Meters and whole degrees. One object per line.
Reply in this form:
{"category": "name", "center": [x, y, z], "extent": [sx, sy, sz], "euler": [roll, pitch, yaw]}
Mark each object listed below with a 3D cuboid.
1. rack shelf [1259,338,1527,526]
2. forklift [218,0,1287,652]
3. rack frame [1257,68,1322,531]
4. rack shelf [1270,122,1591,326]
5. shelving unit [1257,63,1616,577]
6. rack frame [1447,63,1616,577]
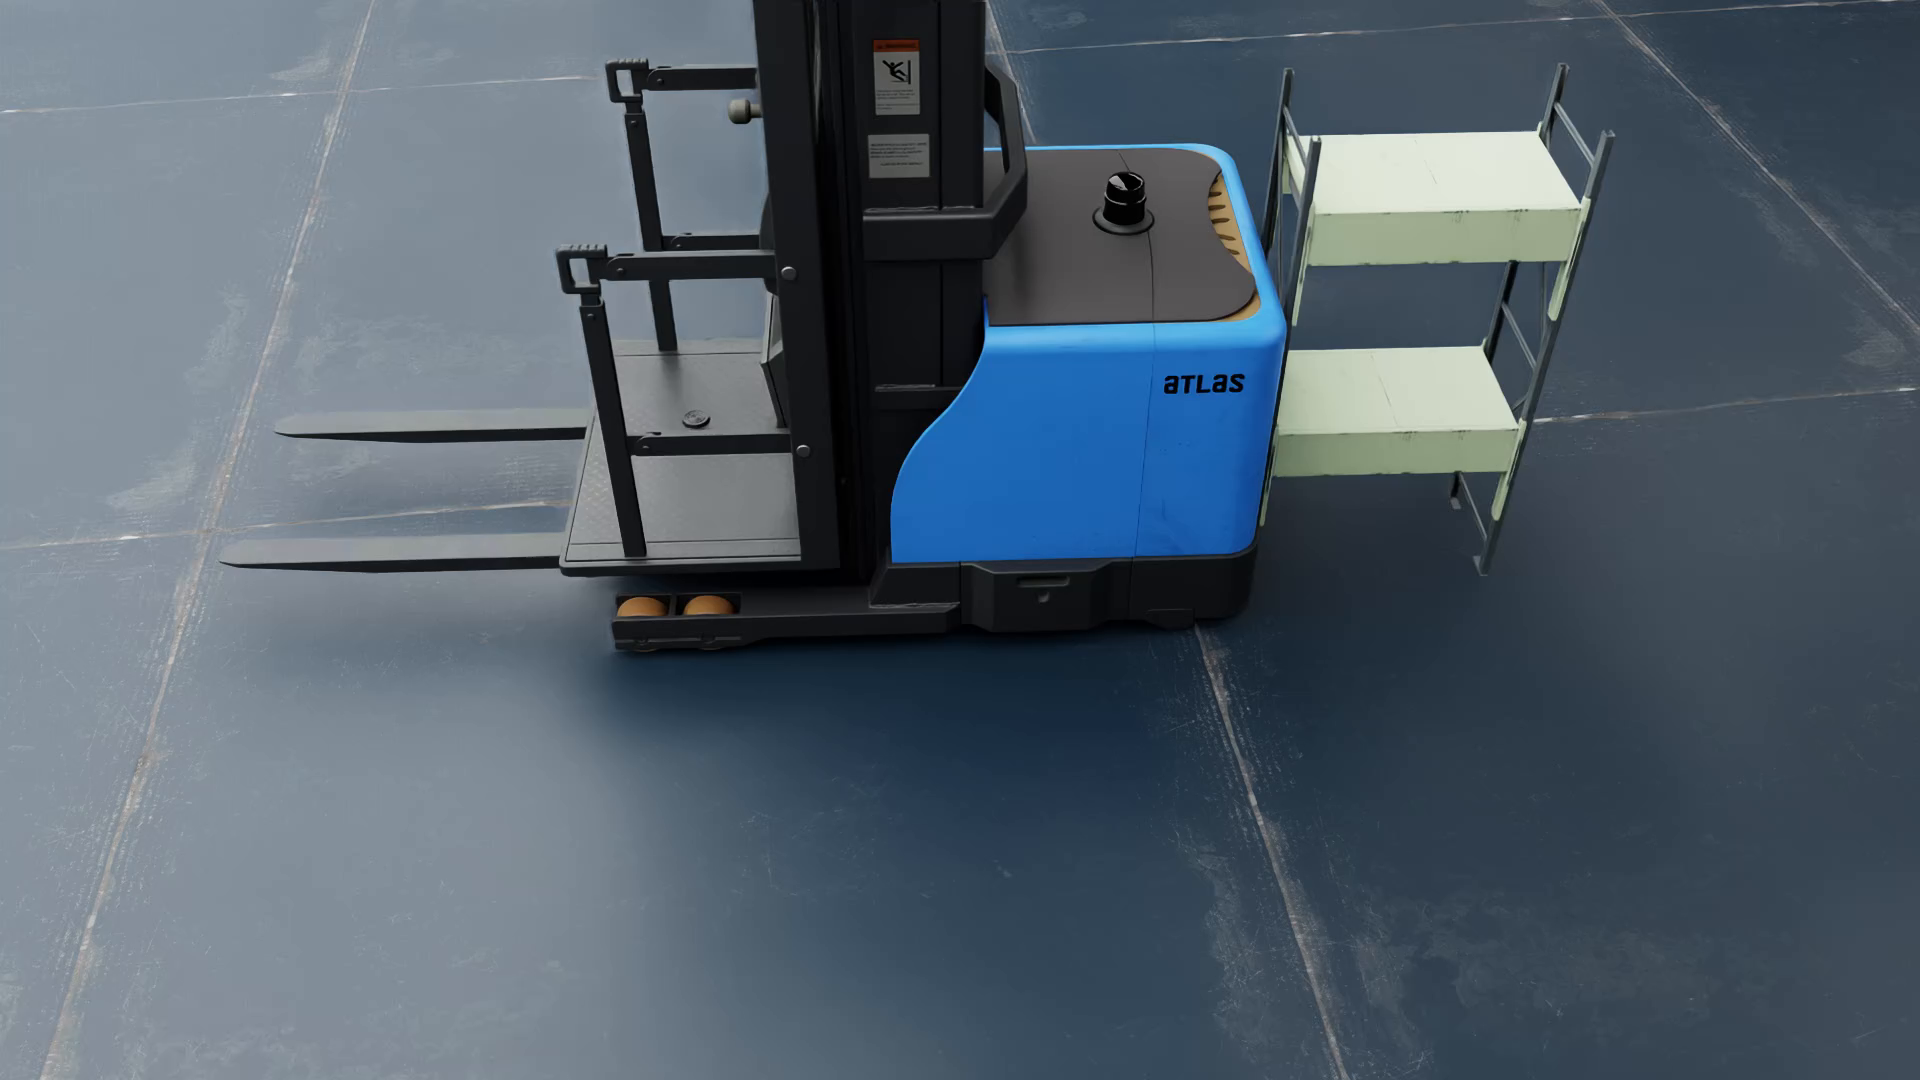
{"category": "rack shelf", "center": [1.240, -0.325, 4.977], "extent": [0.720, 0.370, 0.431], "euler": [-1, 42, -2]}
{"category": "forklift", "center": [-0.665, -1.122, 4.306], "extent": [3.031, 2.935, 1.130], "euler": [-1, 42, -2]}
{"category": "rack frame", "center": [0.875, -0.558, 4.748], "extent": [0.023, 1.500, 0.400], "euler": [-1, 42, -2]}
{"category": "rack shelf", "center": [1.240, -0.857, 4.497], "extent": [0.720, 0.370, 0.431], "euler": [-1, 42, -2]}
{"category": "shelving unit", "center": [1.240, -0.567, 4.759], "extent": [0.755, 1.500, 0.431], "euler": [-1, 42, -2]}
{"category": "rack frame", "center": [1.606, -0.576, 4.769], "extent": [0.023, 1.500, 0.400], "euler": [-1, 42, -2]}
